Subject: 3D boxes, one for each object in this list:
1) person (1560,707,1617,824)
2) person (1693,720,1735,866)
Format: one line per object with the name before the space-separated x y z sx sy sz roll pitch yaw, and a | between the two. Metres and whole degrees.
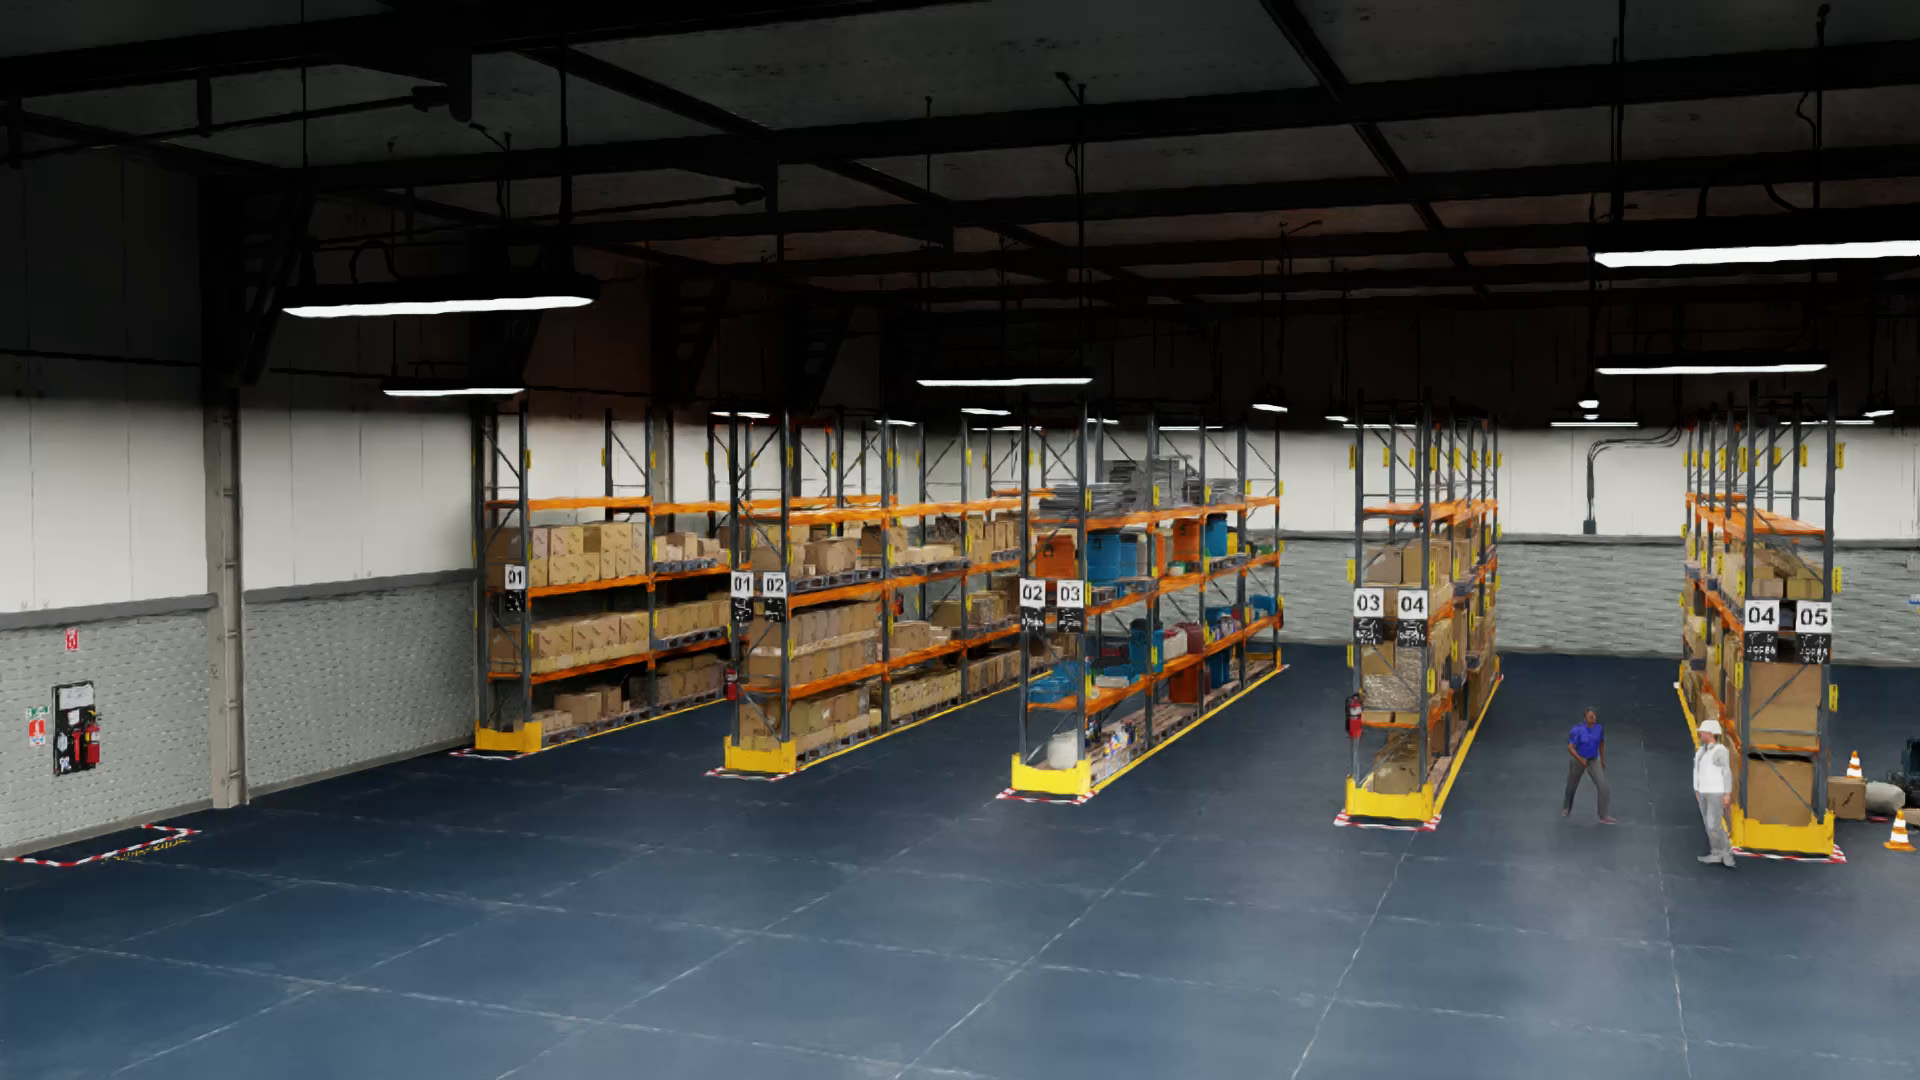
person | 8.684 3.077 23.013 0.621 1.588 0.827 0 3 4
person | 9.311 3.106 20.532 0.403 1.766 0.636 0 3 -10
